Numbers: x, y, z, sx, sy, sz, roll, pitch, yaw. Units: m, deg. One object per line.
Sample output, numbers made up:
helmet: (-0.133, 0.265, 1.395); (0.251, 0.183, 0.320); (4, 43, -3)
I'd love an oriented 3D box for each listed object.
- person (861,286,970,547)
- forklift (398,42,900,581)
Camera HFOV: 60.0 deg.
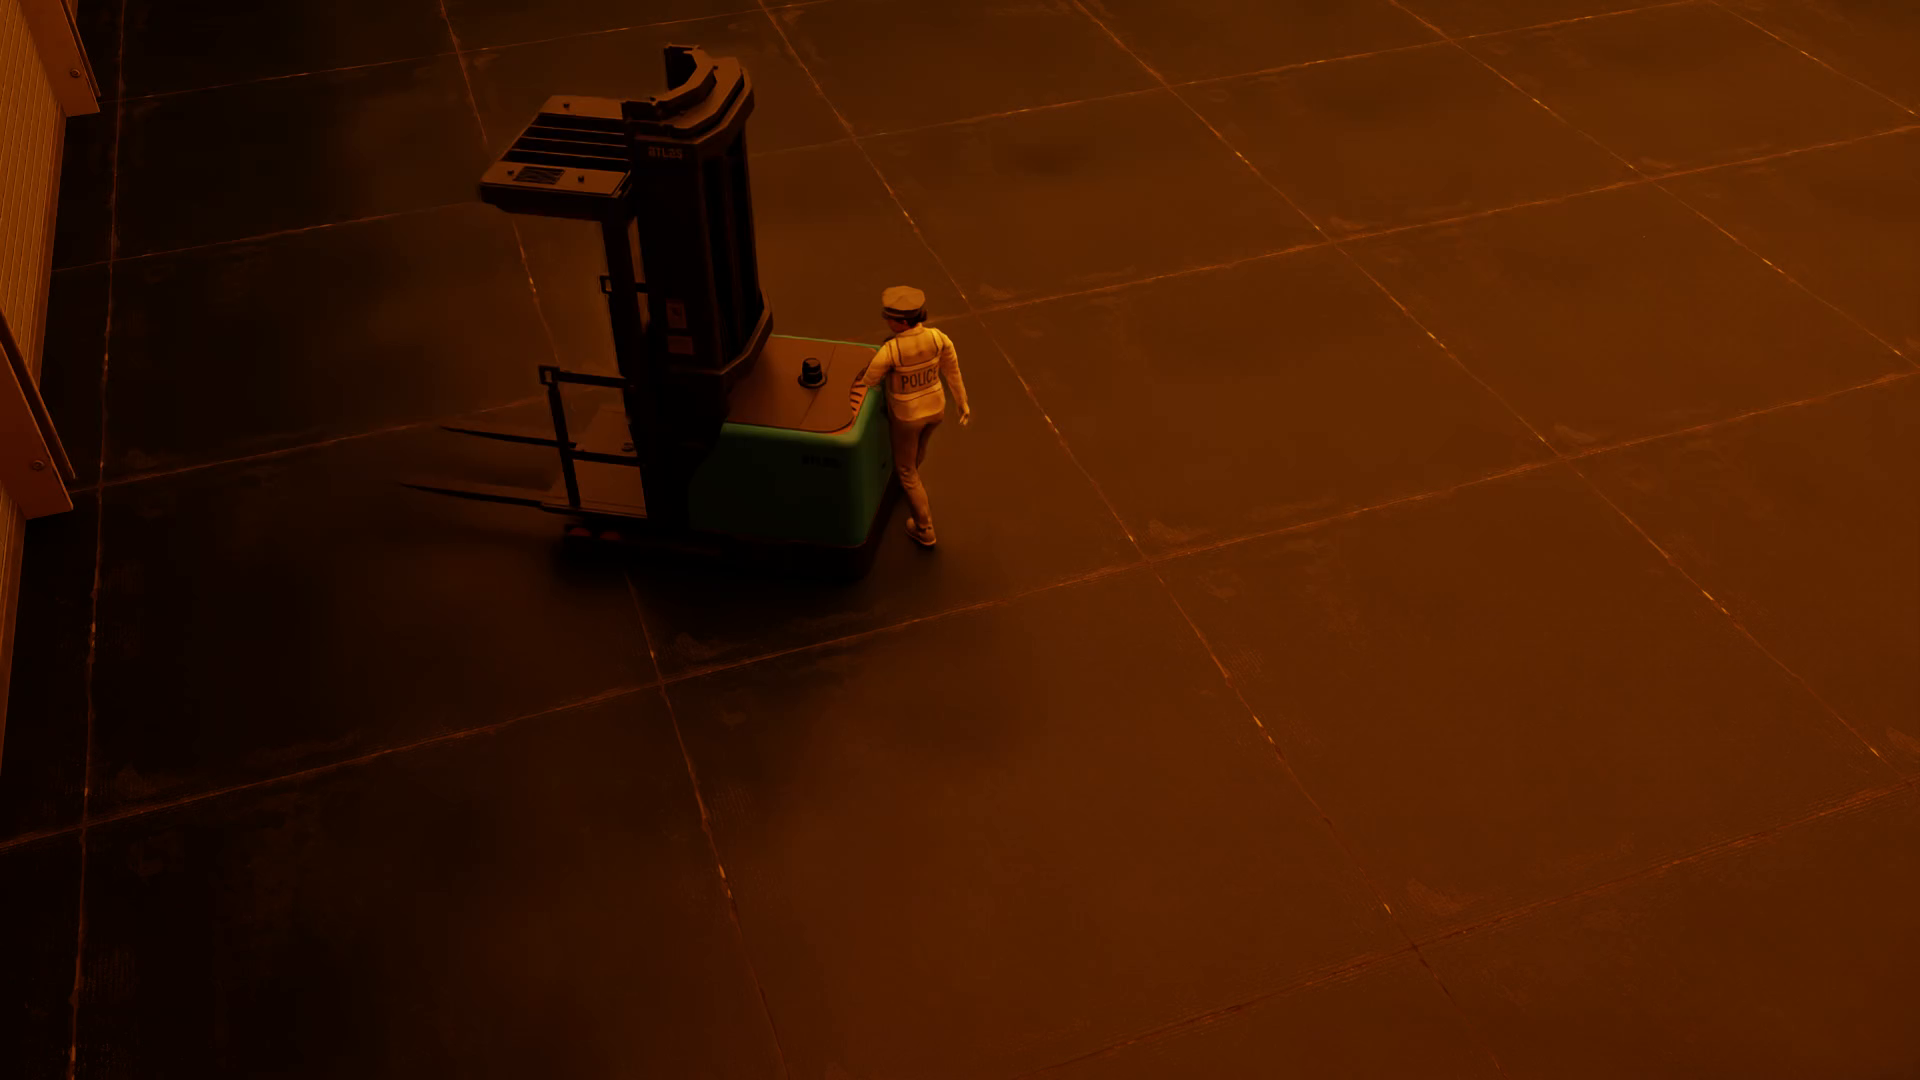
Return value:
person: (-0.321, -0.835, 10.014); (0.644, 1.620, 0.861); (-23, 45, -25)
forklift: (-1.953, -1.339, 9.592); (3.031, 2.935, 1.130); (7, 41, 8)
